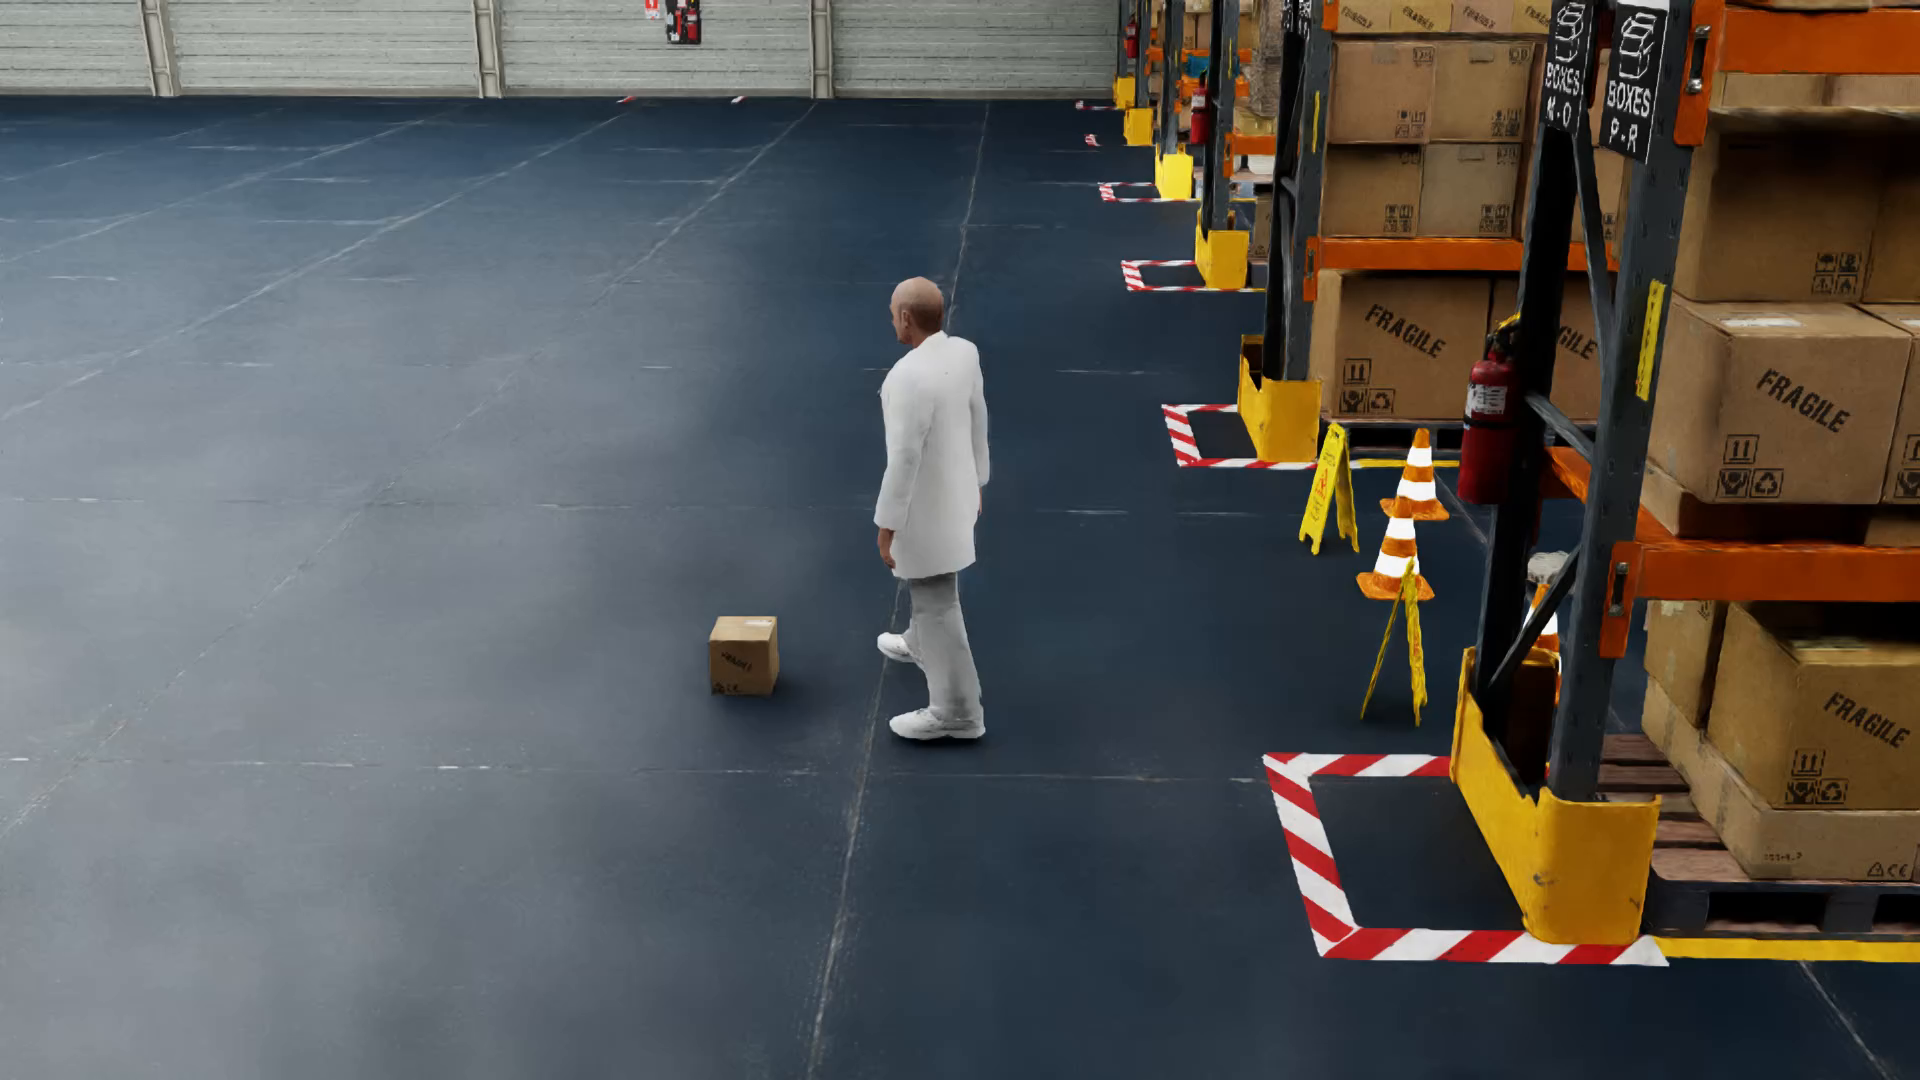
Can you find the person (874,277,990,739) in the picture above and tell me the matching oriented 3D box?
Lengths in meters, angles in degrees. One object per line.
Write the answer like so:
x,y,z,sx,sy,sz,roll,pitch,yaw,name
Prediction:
-0.169,-0.160,6.472,0.733,1.770,0.749,10,23,25,person
